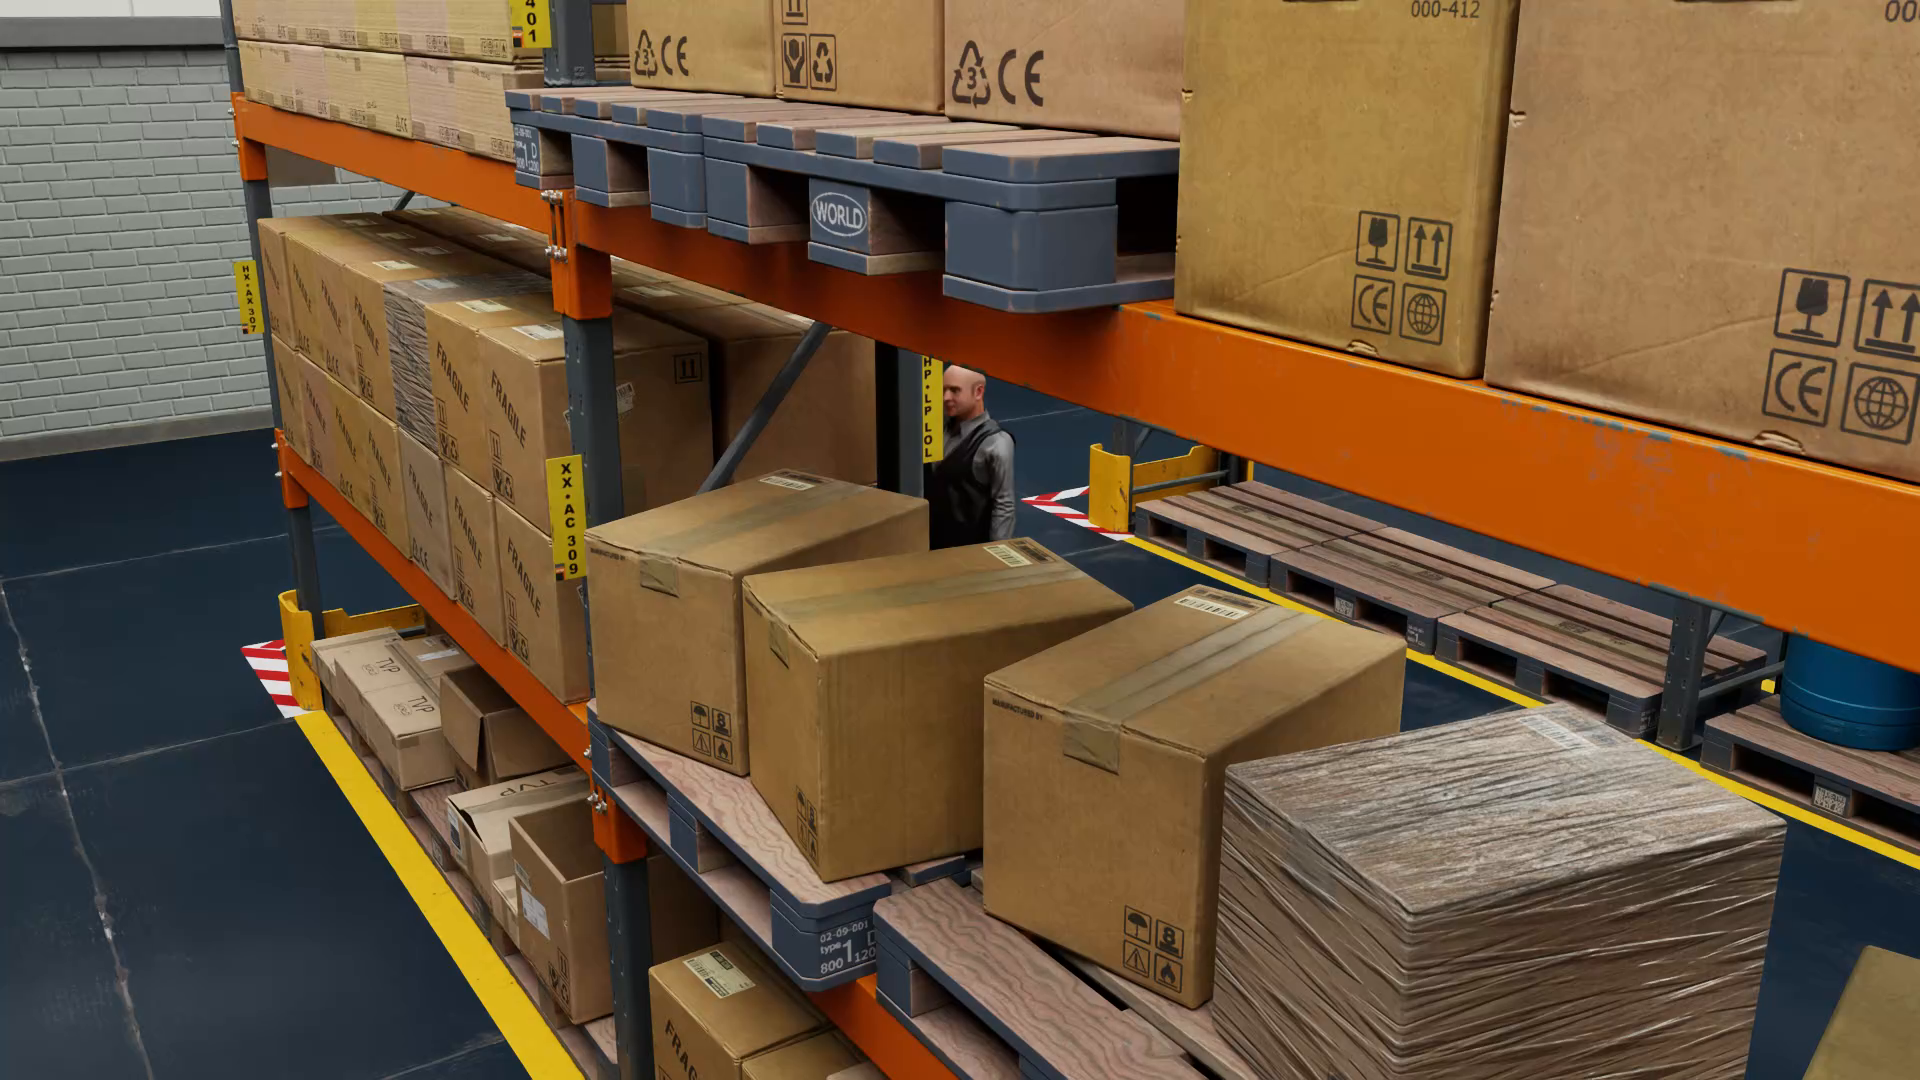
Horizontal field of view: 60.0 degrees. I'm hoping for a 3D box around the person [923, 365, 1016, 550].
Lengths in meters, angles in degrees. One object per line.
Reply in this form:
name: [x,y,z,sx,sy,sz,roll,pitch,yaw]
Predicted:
person: [0.002,0.069,7.353,0.463,1.731,0.552,-15,23,-38]
